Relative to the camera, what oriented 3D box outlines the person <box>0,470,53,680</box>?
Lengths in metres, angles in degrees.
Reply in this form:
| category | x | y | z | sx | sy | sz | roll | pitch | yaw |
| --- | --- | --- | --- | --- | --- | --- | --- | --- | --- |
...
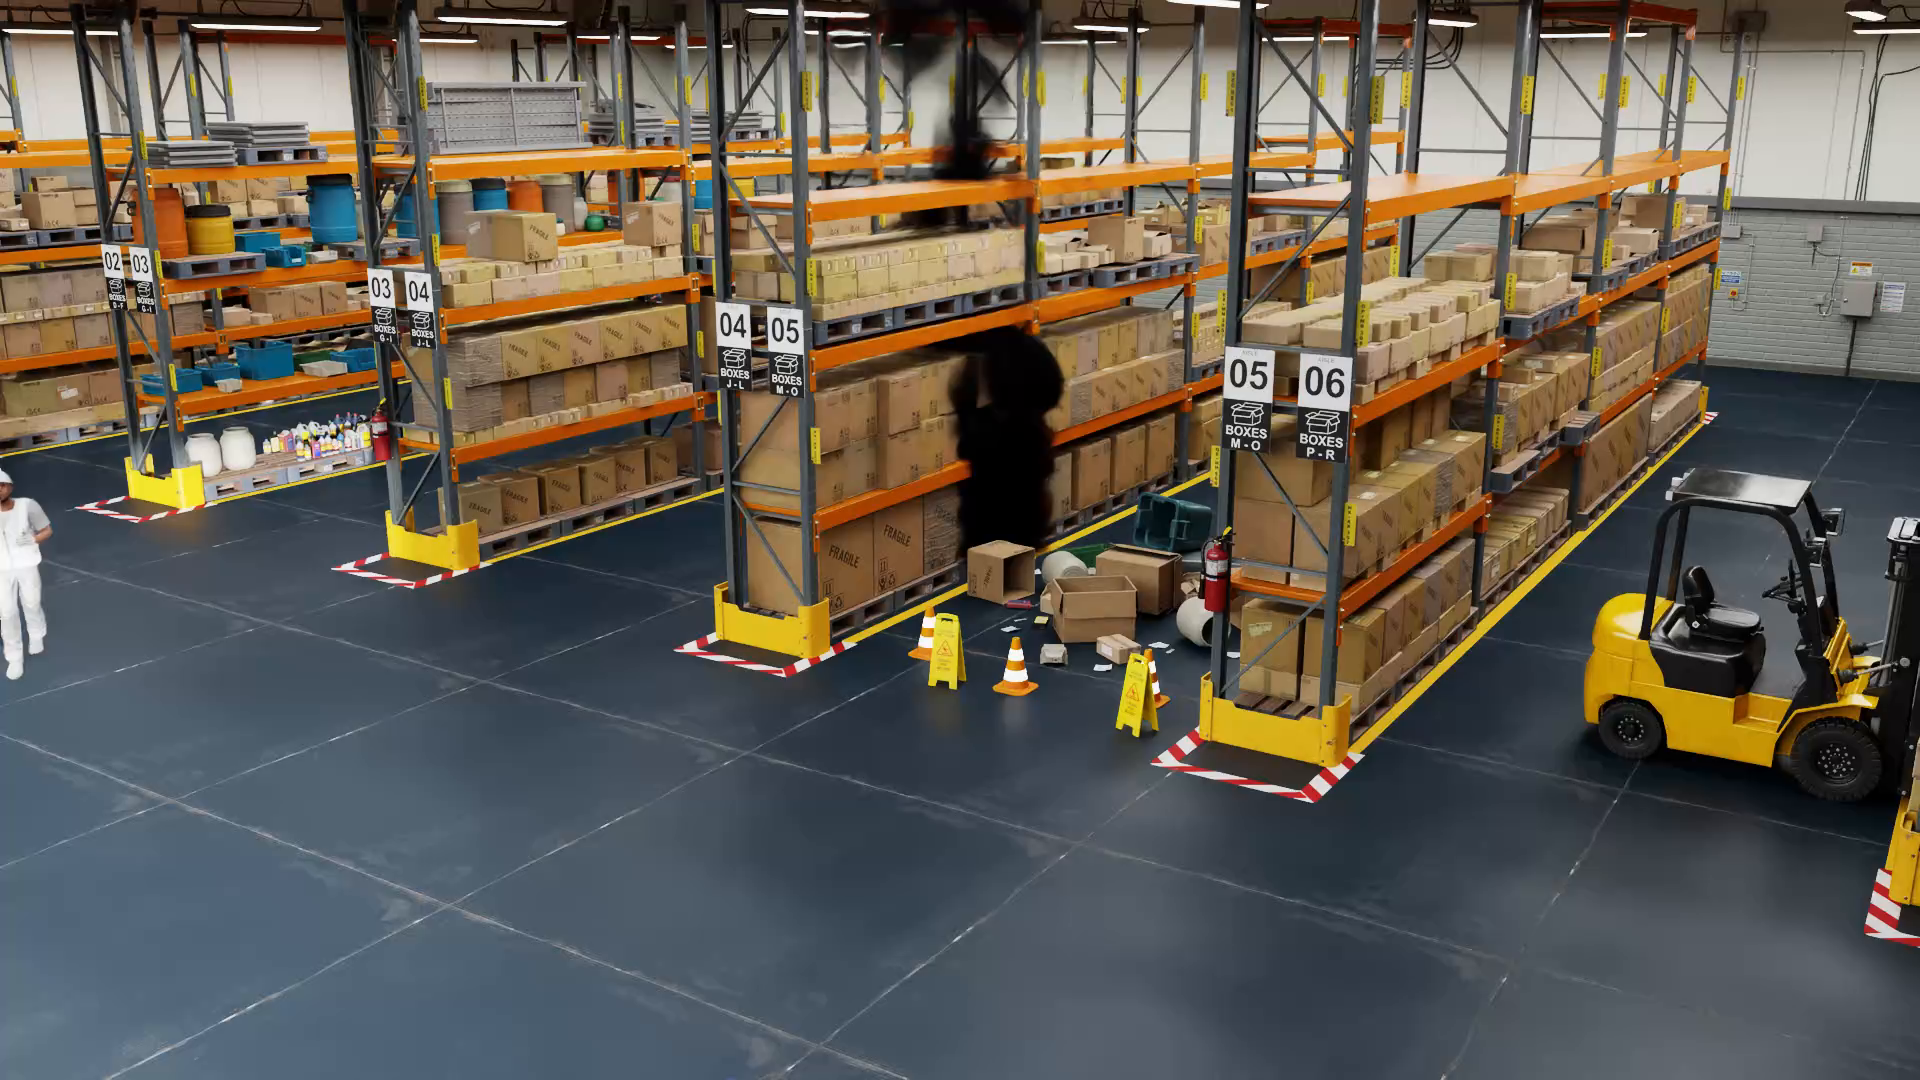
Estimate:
| category | x | y | z | sx | sy | sz | roll | pitch | yaw |
| --- | --- | --- | --- | --- | --- | --- | --- | --- | --- |
| person | -8.457 | 0.254 | 14.906 | 0.662 | 1.820 | 0.824 | -7 | 17 | -24 |

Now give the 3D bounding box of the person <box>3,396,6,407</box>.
| category | x | y | z | sx | sy | sz | roll | pitch | yaw |
| --- | --- | --- | --- | --- | --- | --- | --- | --- | --- |
| person | -14.864 | -2.574 | 25.346 | 0.549 | 1.659 | 0.656 | 6 | 17 | 22 |
